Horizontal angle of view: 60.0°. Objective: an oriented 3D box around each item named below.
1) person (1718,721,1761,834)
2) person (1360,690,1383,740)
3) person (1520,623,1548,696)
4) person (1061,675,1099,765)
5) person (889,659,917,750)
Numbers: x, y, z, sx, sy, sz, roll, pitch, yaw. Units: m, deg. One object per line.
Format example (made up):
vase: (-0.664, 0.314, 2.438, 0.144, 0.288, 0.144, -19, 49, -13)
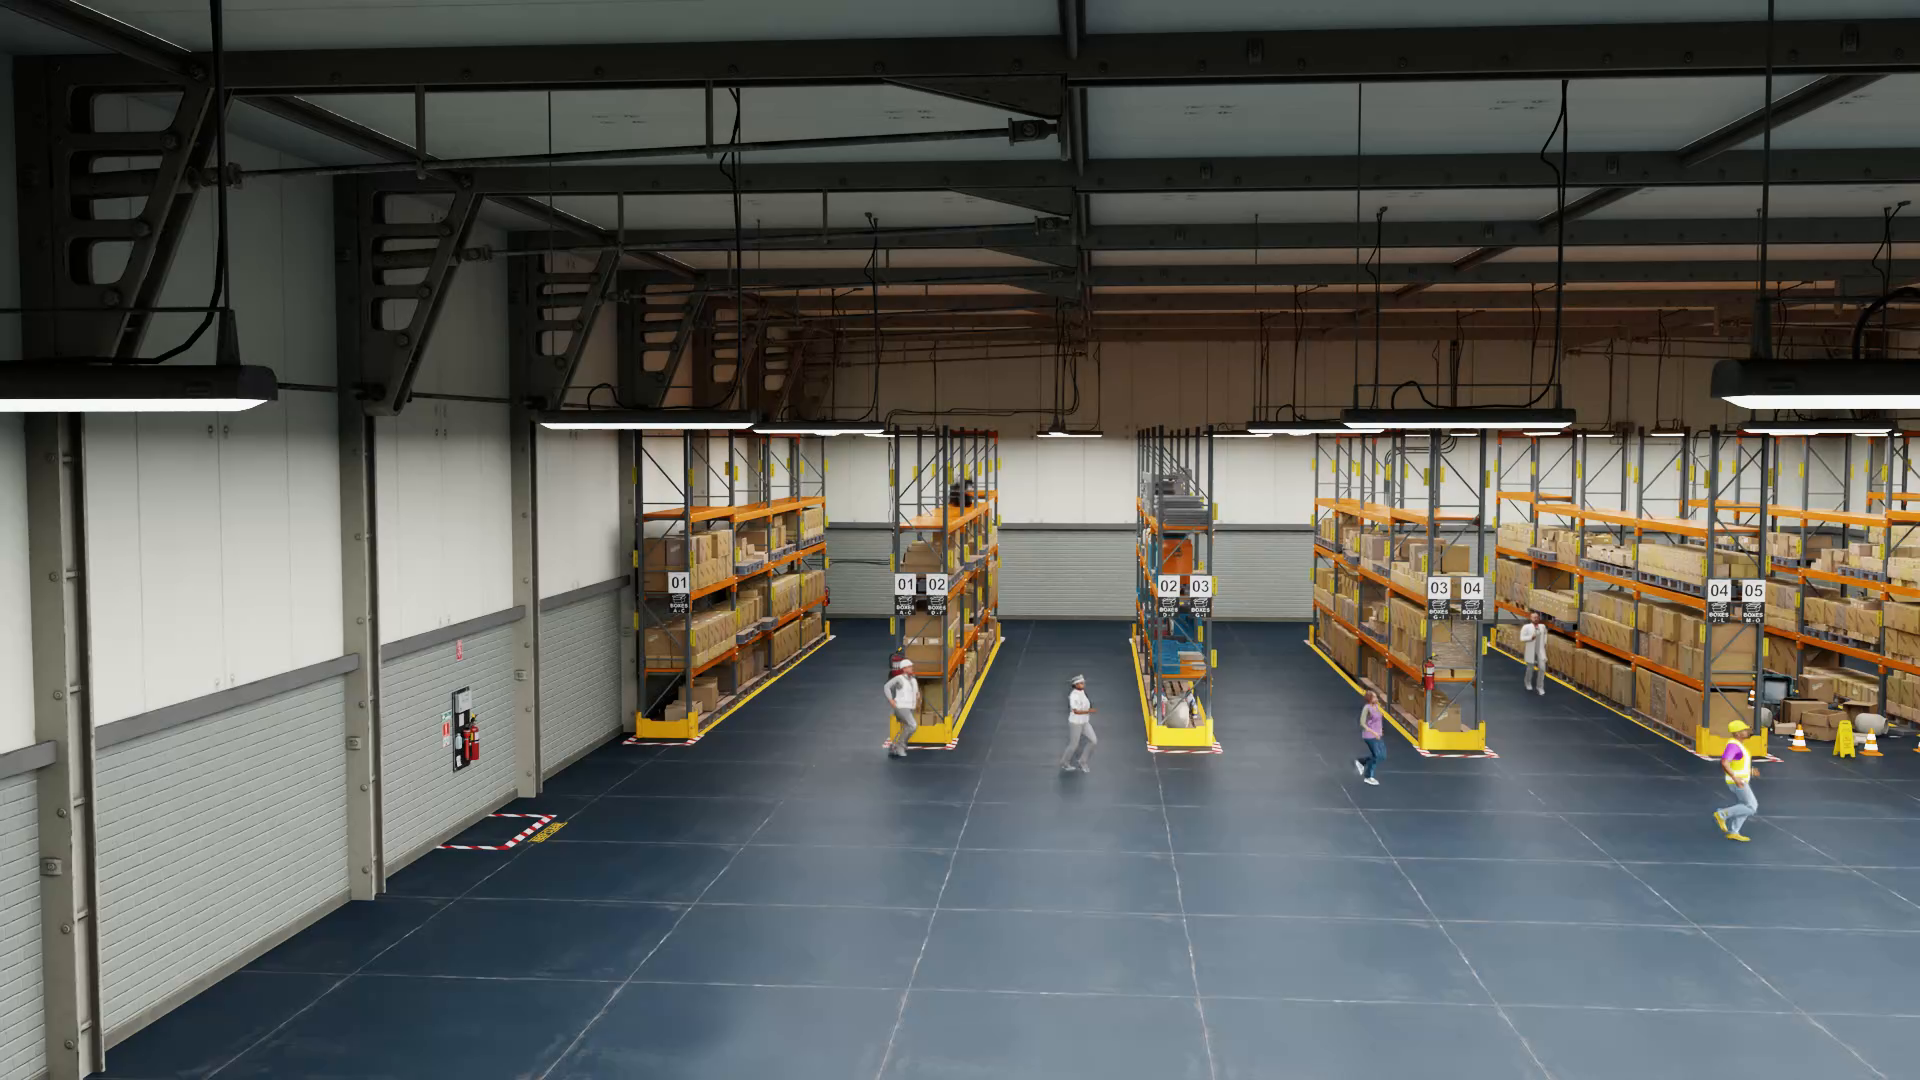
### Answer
person: (11.138, 3.406, 23.756, 0.532, 1.655, 0.711, 2, 4, 28)
person: (6.890, 2.906, 27.686, 0.363, 0.805, 0.541, 3, 4, 40)
person: (12.993, 2.666, 37.615, 0.685, 1.622, 0.822, 0, 3, 2)
person: (2.070, 3.092, 28.547, 0.692, 1.581, 0.542, 2, 4, 33)
person: (-0.978, 2.998, 30.097, 0.651, 1.668, 0.503, 2, 4, 30)
